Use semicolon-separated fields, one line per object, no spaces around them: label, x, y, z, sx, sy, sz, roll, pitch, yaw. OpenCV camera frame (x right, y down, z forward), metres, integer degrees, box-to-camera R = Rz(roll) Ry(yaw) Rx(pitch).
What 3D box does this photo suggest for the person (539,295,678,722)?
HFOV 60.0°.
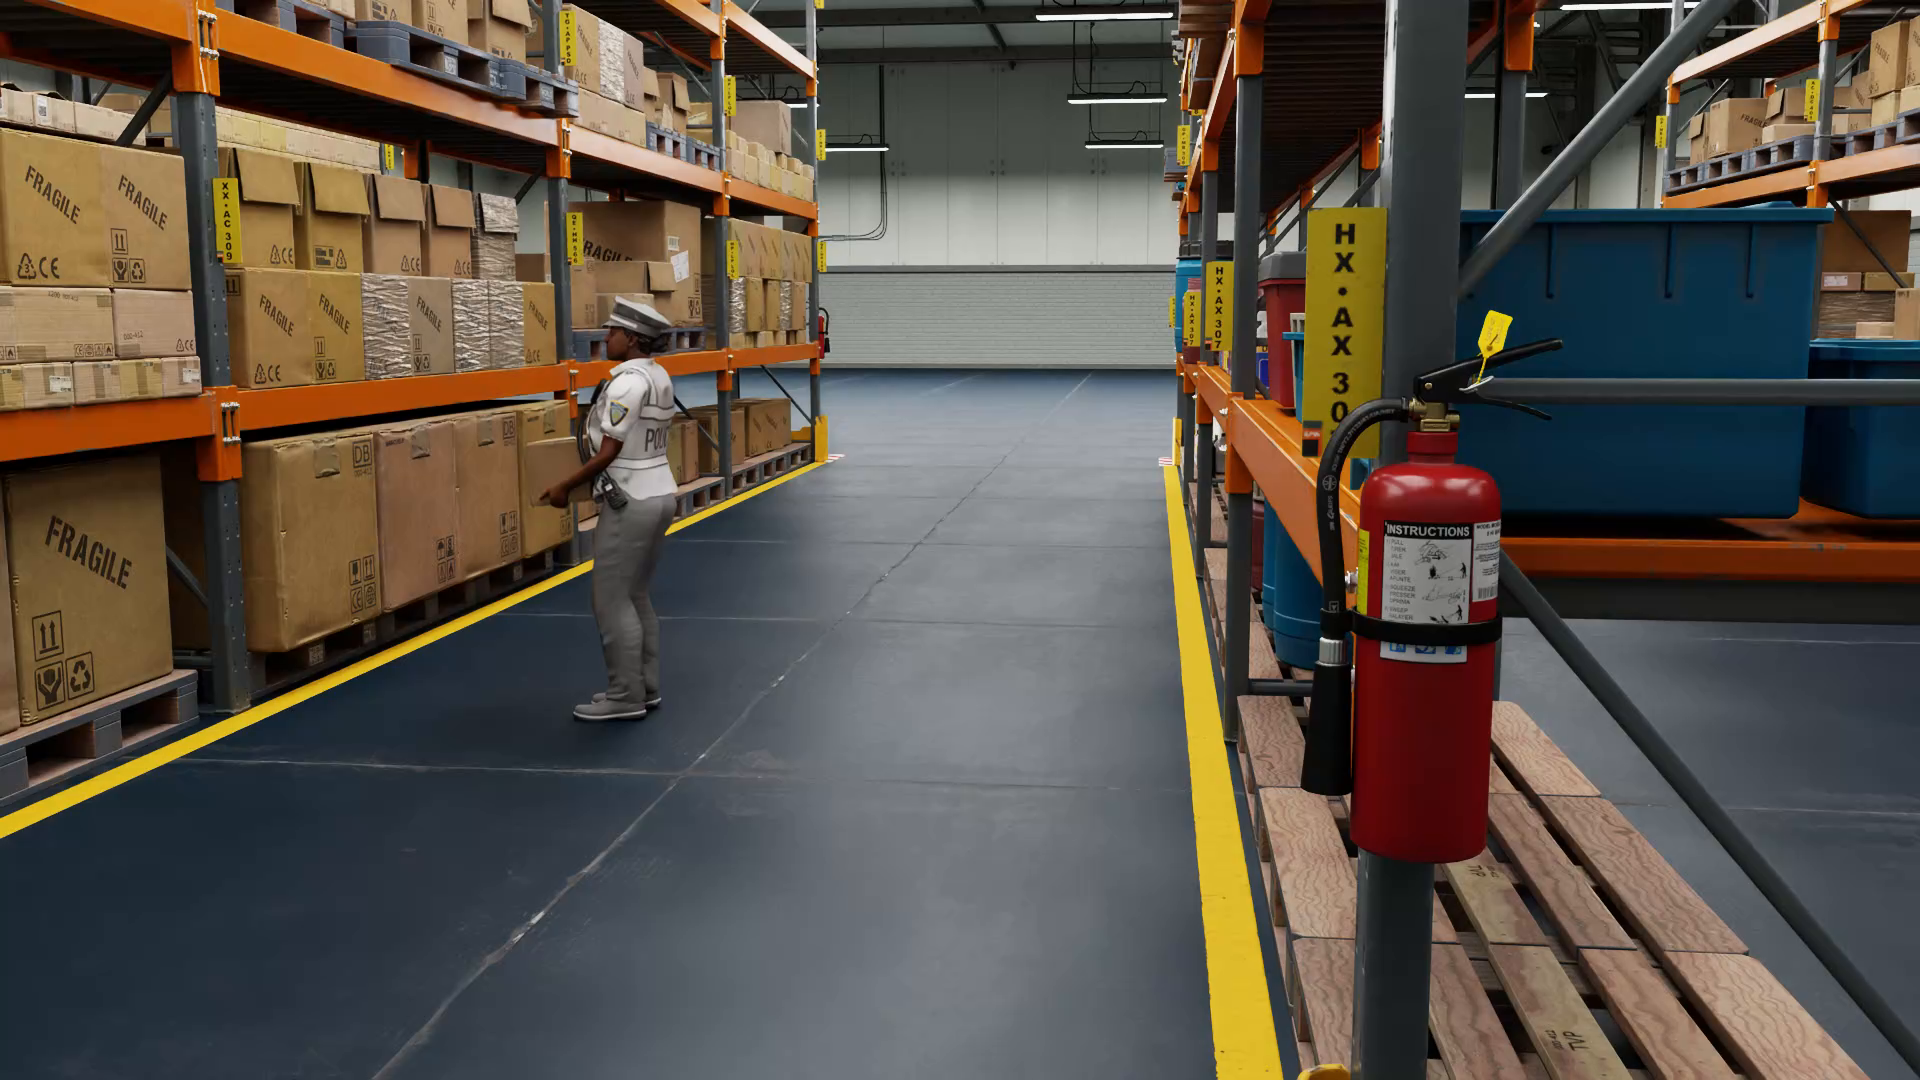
person;-1.391;-0.127;6.670;0.513;1.686;0.450;1;8;7
